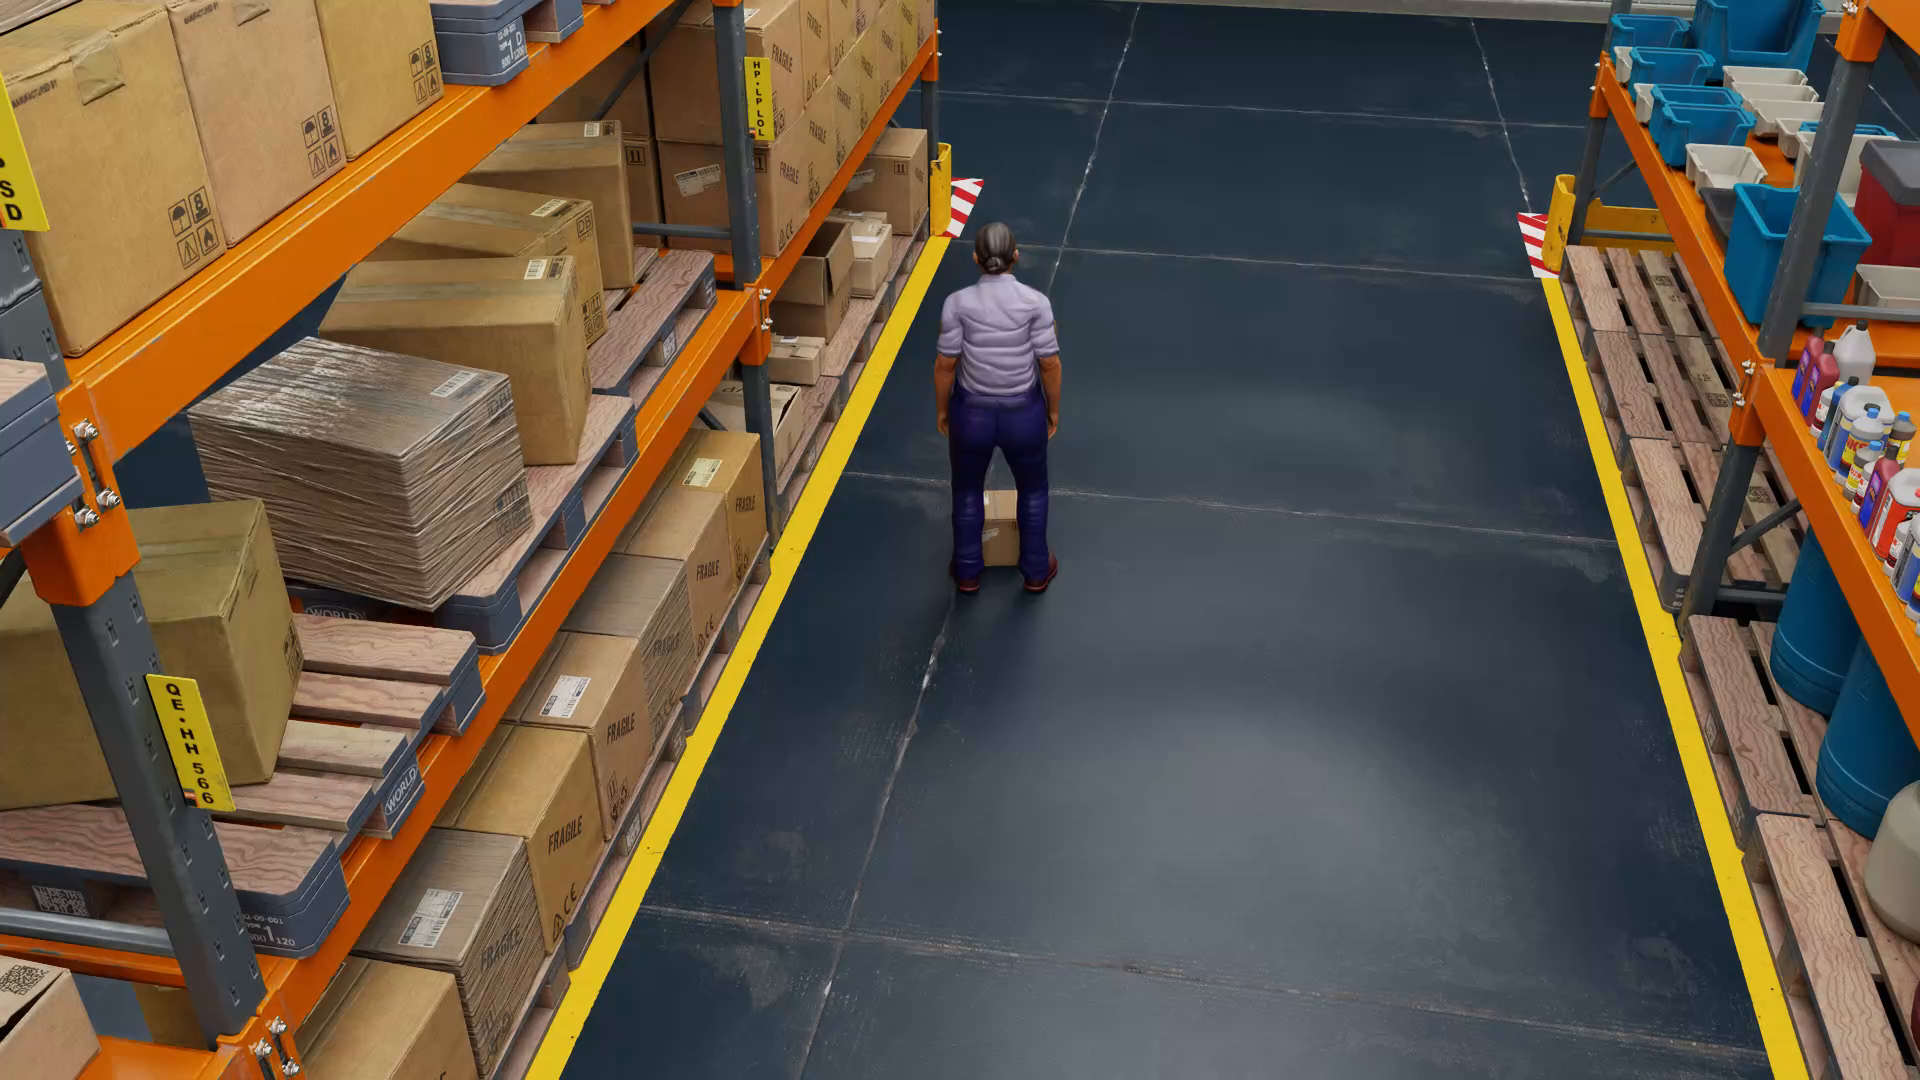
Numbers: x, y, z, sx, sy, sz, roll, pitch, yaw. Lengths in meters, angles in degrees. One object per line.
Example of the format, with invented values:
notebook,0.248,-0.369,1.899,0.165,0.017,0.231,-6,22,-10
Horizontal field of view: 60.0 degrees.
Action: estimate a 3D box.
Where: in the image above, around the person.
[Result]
person,0.166,-0.517,6.954,0.543,1.652,0.372,1,33,2
